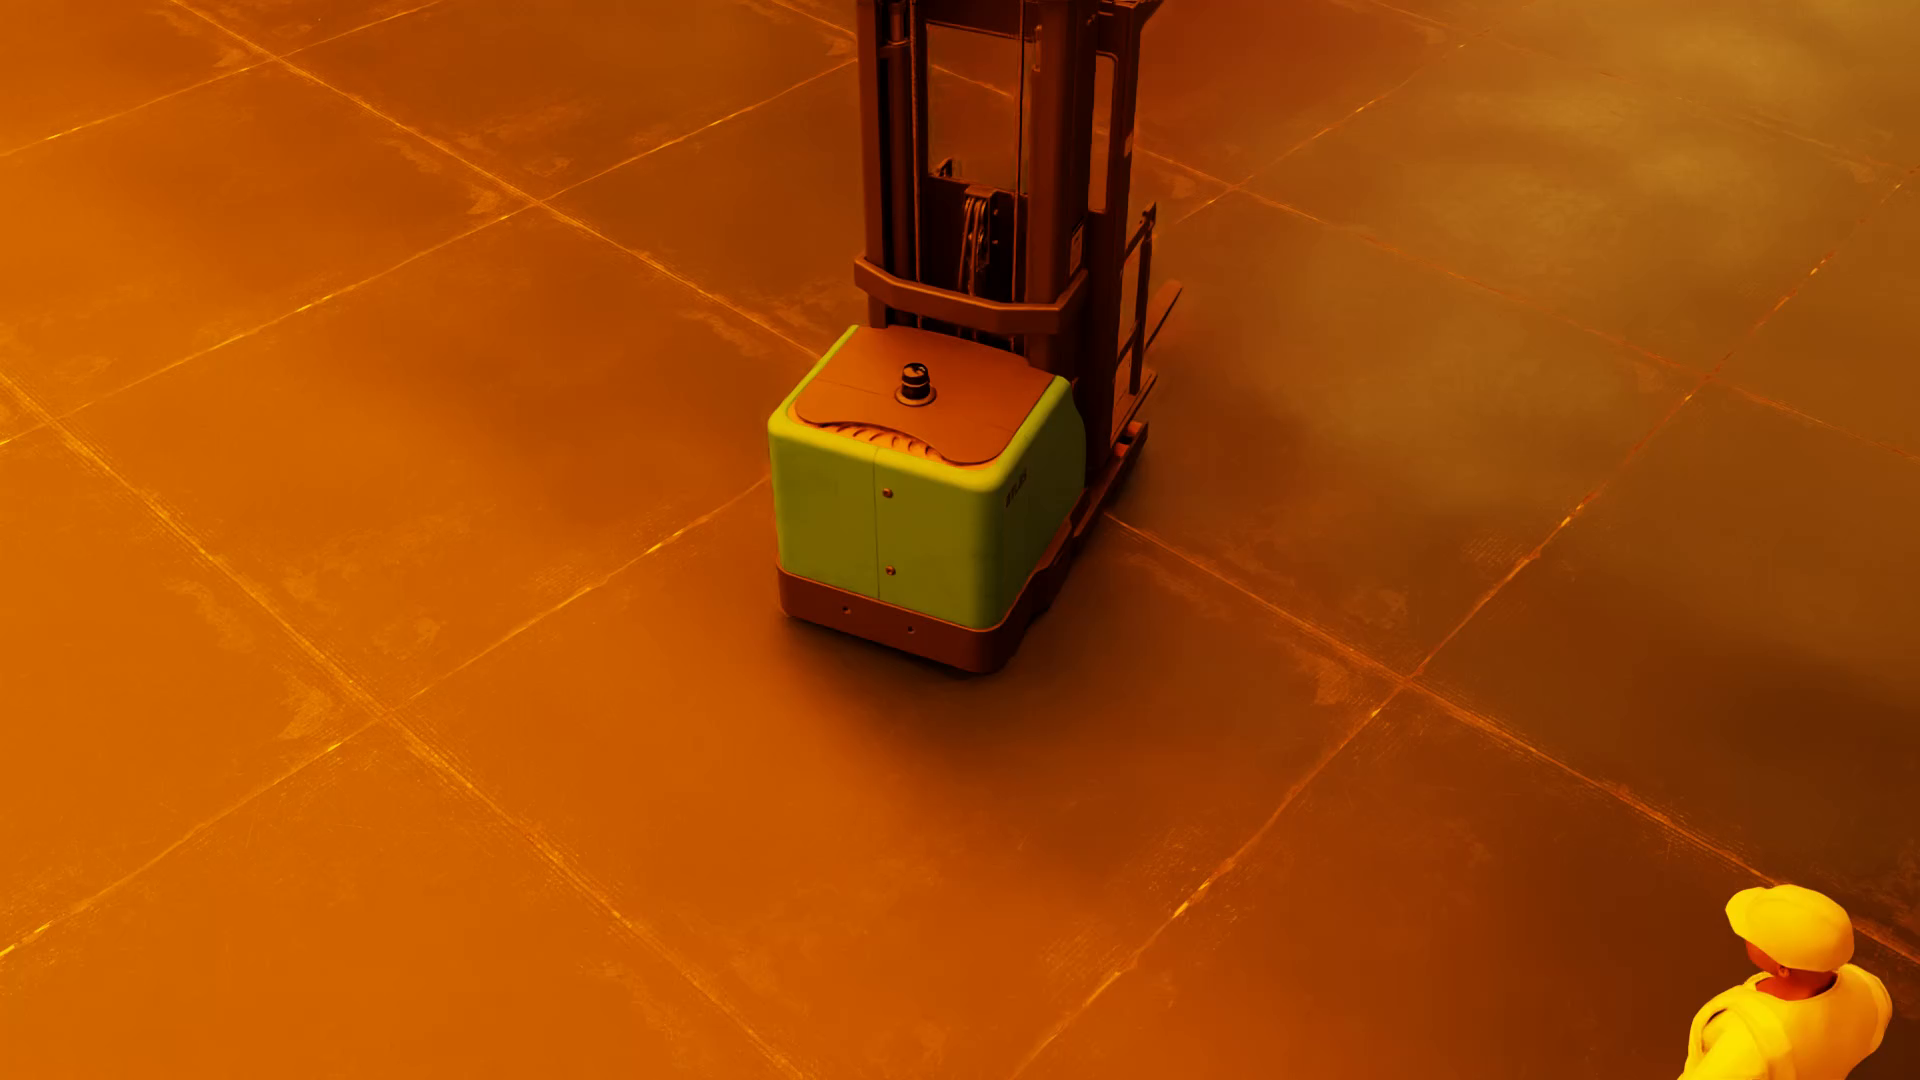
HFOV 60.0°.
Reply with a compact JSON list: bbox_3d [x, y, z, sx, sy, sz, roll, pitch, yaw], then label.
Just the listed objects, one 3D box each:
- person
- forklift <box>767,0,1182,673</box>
[{"bbox_3d":[2.067,1.552,4.537,0.810,1.738,0.416,-21,45,-23],"label":"person"},{"bbox_3d":[0.274,-1.520,7.200,1.130,2.935,3.031,16,43,18],"label":"forklift"}]
